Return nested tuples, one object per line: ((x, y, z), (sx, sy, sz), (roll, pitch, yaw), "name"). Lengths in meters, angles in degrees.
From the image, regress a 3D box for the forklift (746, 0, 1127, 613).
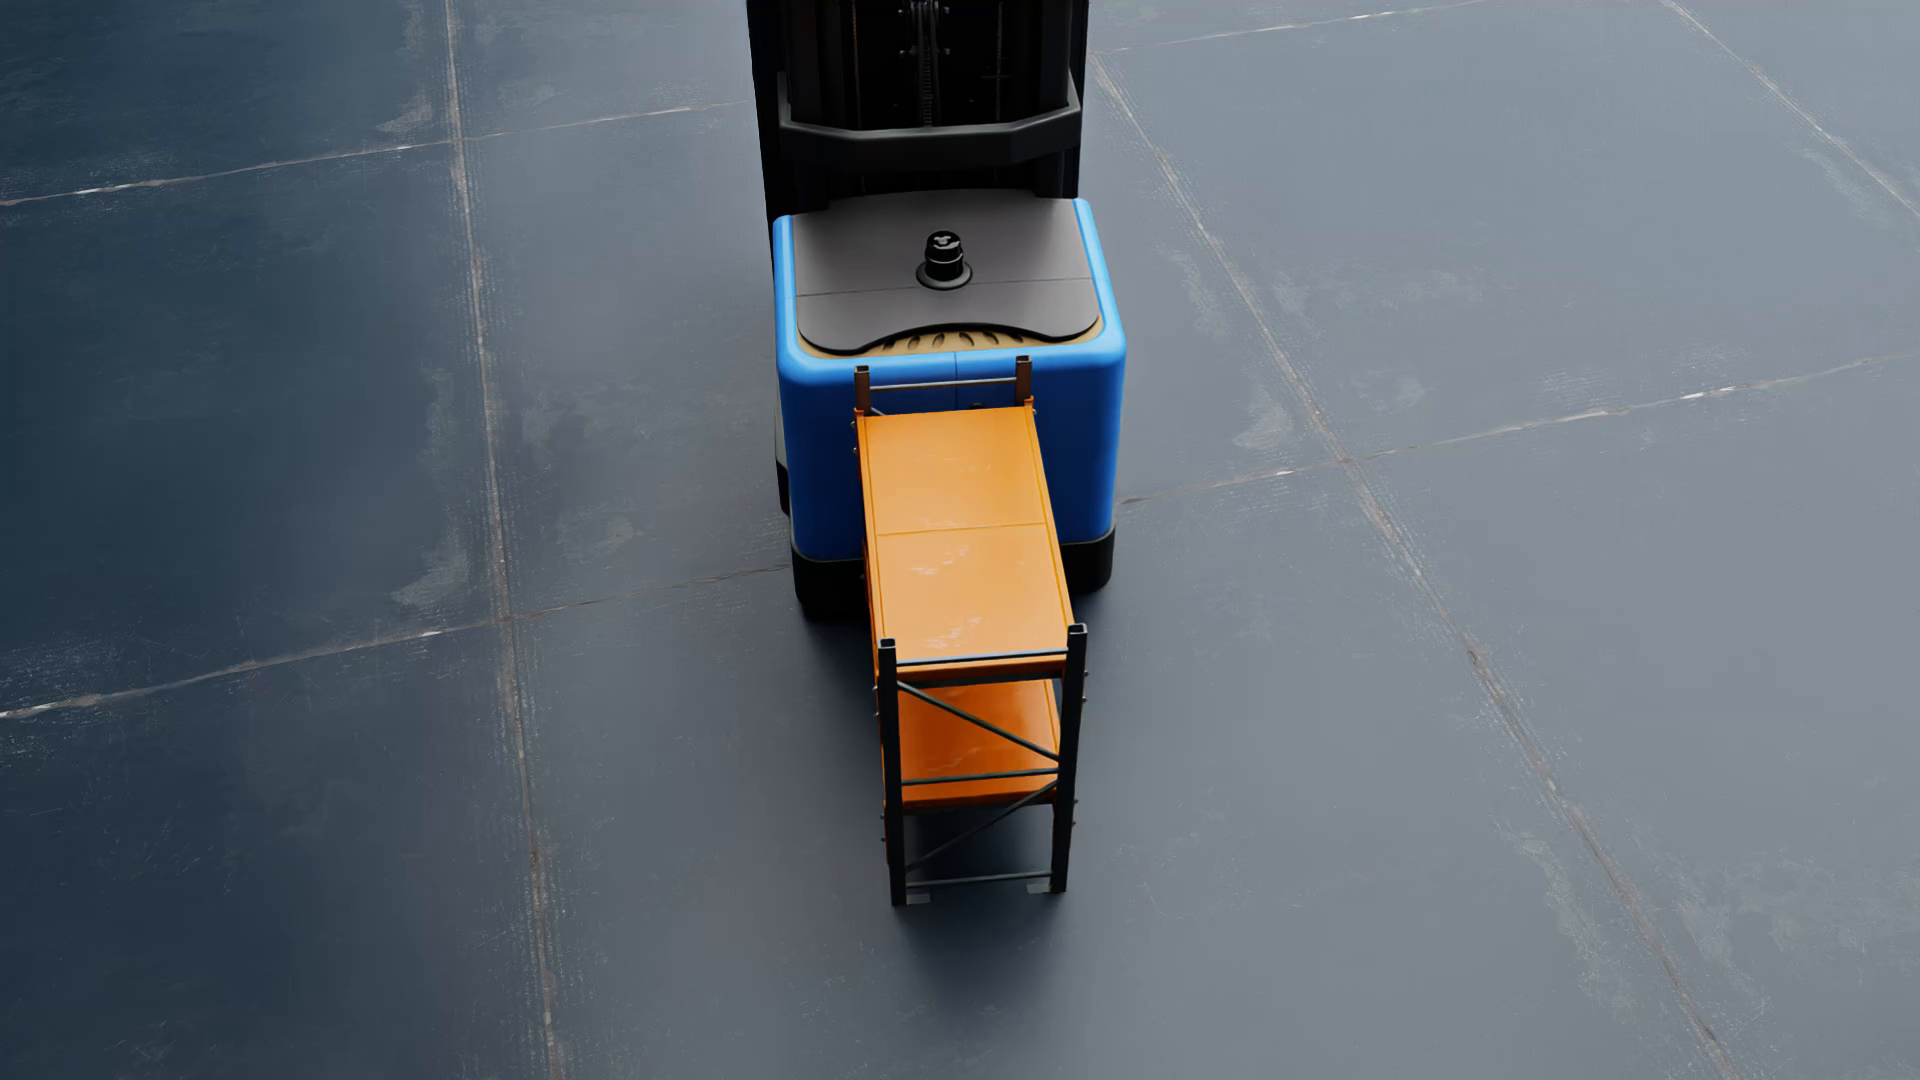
((-0.158, -1.844, 5.505), (1.130, 2.935, 3.031), (-4, 46, -4), "forklift")

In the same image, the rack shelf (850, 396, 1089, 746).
((0.003, 0.055, 4.499), (0.538, 0.278, 1.000), (-4, 46, -4), "rack shelf")

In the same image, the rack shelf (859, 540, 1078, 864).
((0.003, 0.431, 4.882), (0.538, 0.278, 1.000), (-4, 46, -4), "rack shelf")

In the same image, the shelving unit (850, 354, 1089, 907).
((0.003, 0.260, 4.708), (0.538, 1.125, 1.048), (-4, 46, -4), "shelving unit")

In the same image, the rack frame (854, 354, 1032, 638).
((-0.048, -0.101, 5.062), (0.500, 1.125, 0.032), (-4, 46, -4), "rack frame")

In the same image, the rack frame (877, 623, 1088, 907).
((0.054, 0.621, 4.354), (0.500, 1.125, 0.032), (-4, 46, -4), "rack frame")
